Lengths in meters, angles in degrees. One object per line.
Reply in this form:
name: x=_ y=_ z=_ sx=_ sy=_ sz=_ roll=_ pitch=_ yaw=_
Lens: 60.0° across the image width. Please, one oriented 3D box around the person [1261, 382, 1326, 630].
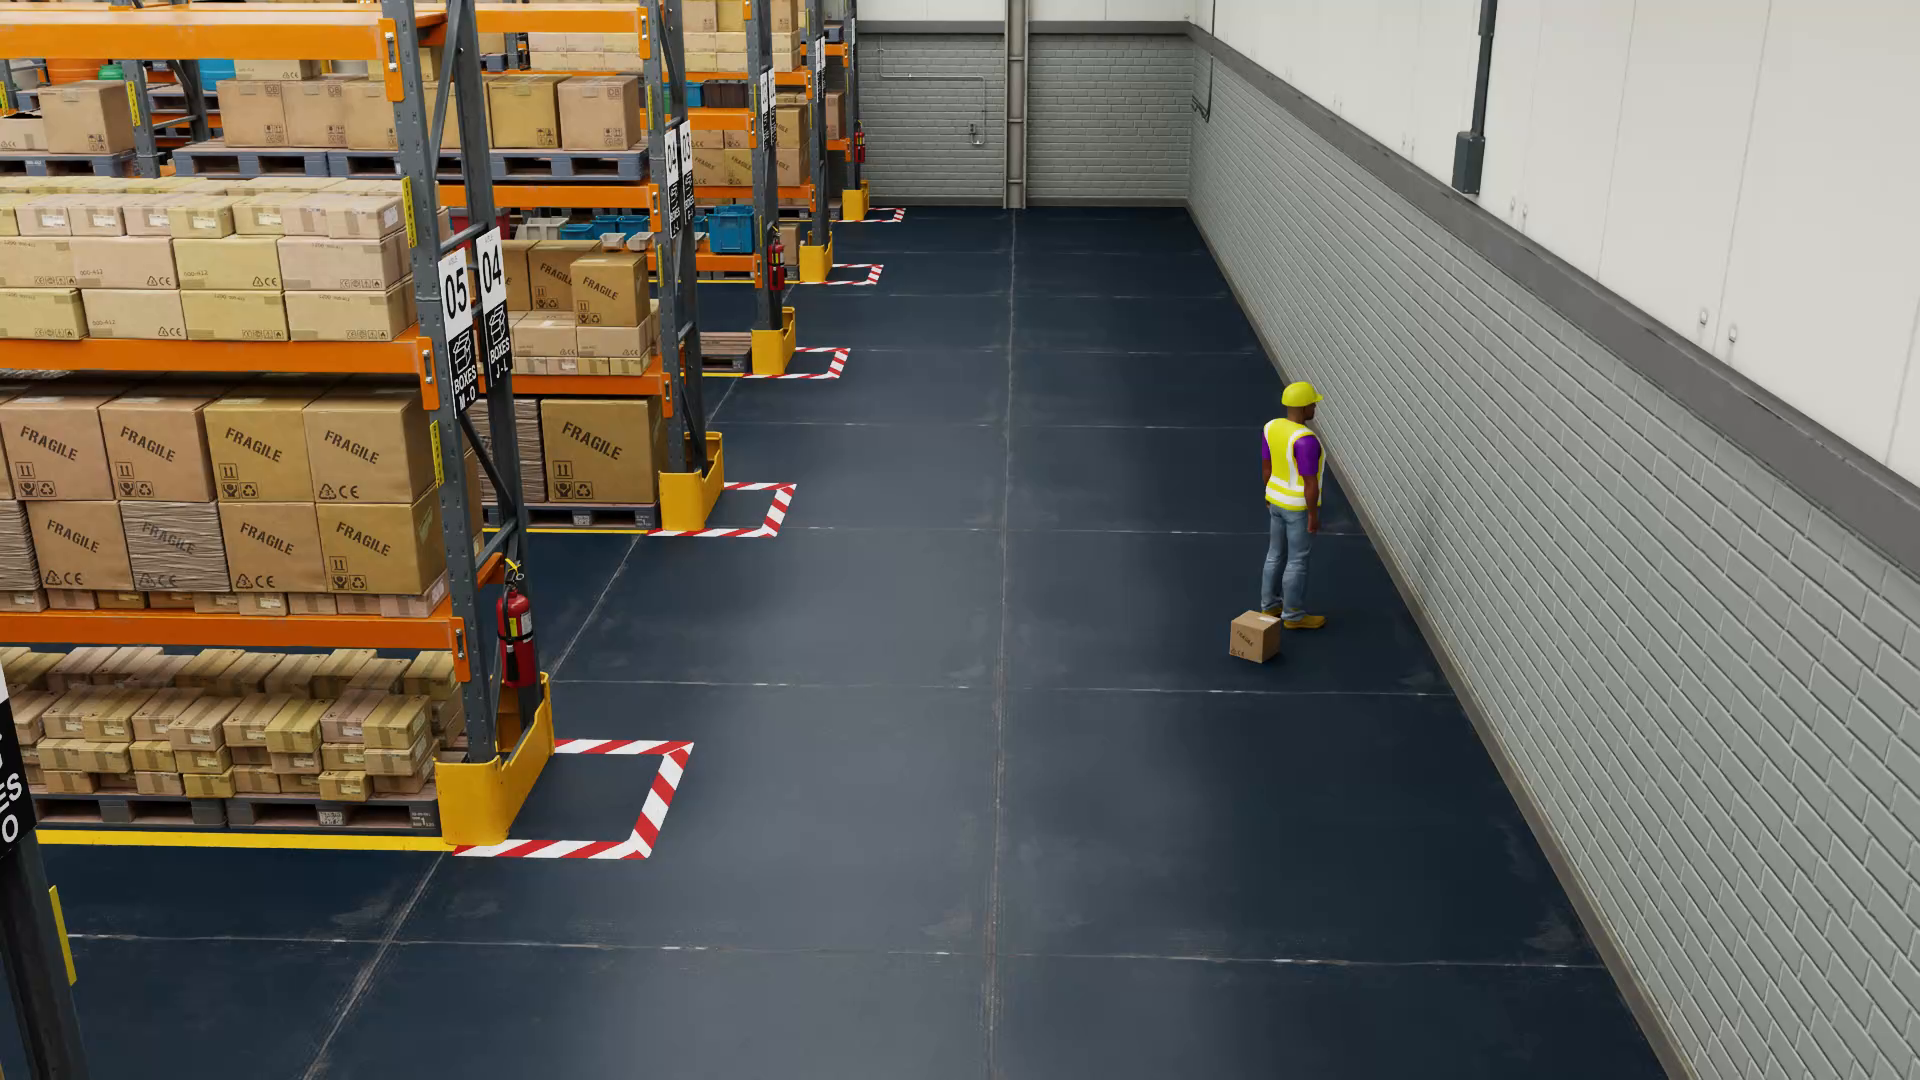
person: x=2.364 y=-0.256 z=11.718 sx=0.378 sy=1.772 sz=0.564 roll=-9 pitch=23 yaw=-23
